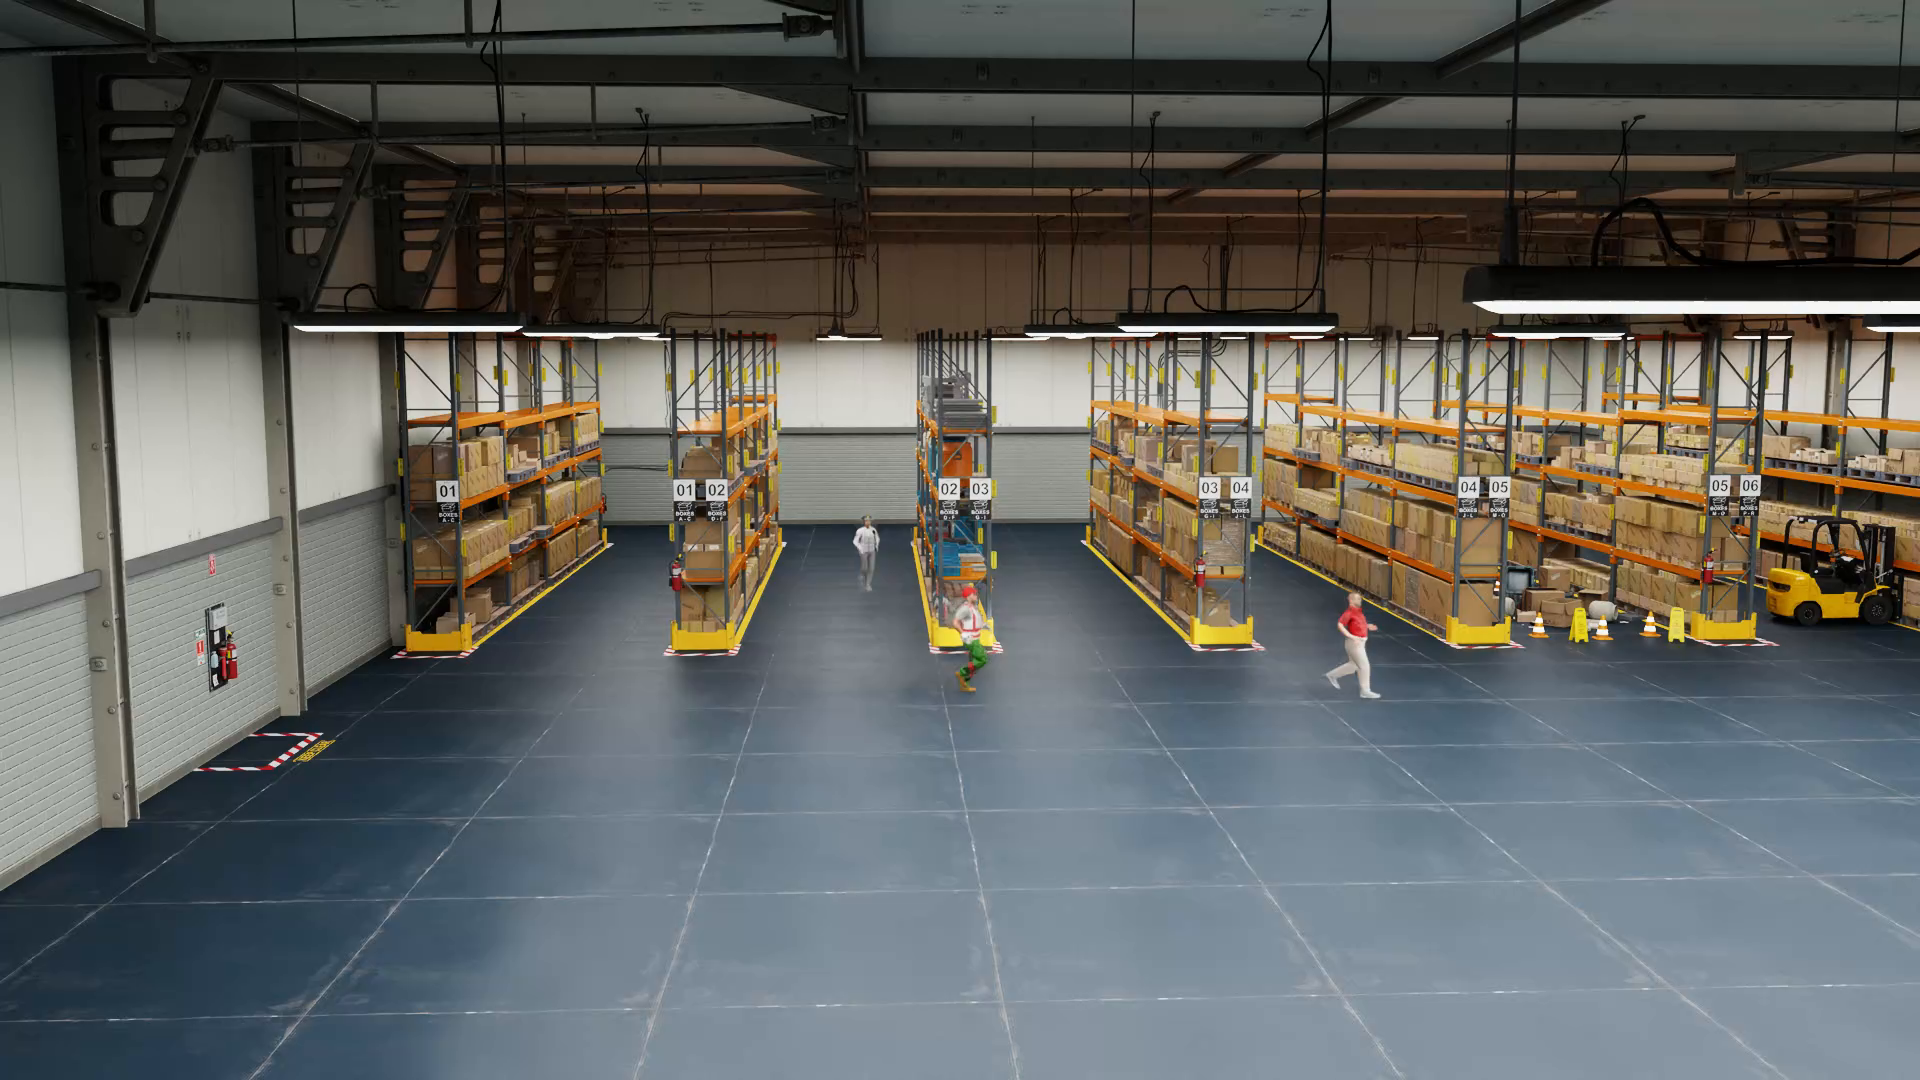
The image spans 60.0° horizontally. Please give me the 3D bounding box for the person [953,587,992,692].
[{"bbox_3d":[0.230,1.635,27.342,0.577,1.740,0.650,2,7,13],"label":"person"}]

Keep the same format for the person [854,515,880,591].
[{"bbox_3d":[-2.052,0.266,36.900,0.617,1.682,0.696,-2,7,-18],"label":"person"}]

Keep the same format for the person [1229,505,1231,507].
[{"bbox_3d":[7.493,-0.395,45.444,0.545,1.592,0.740,0,7,3],"label":"person"}]

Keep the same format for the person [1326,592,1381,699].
[{"bbox_3d":[6.391,1.694,27.001,0.921,1.696,0.674,3,7,24],"label":"person"}]
